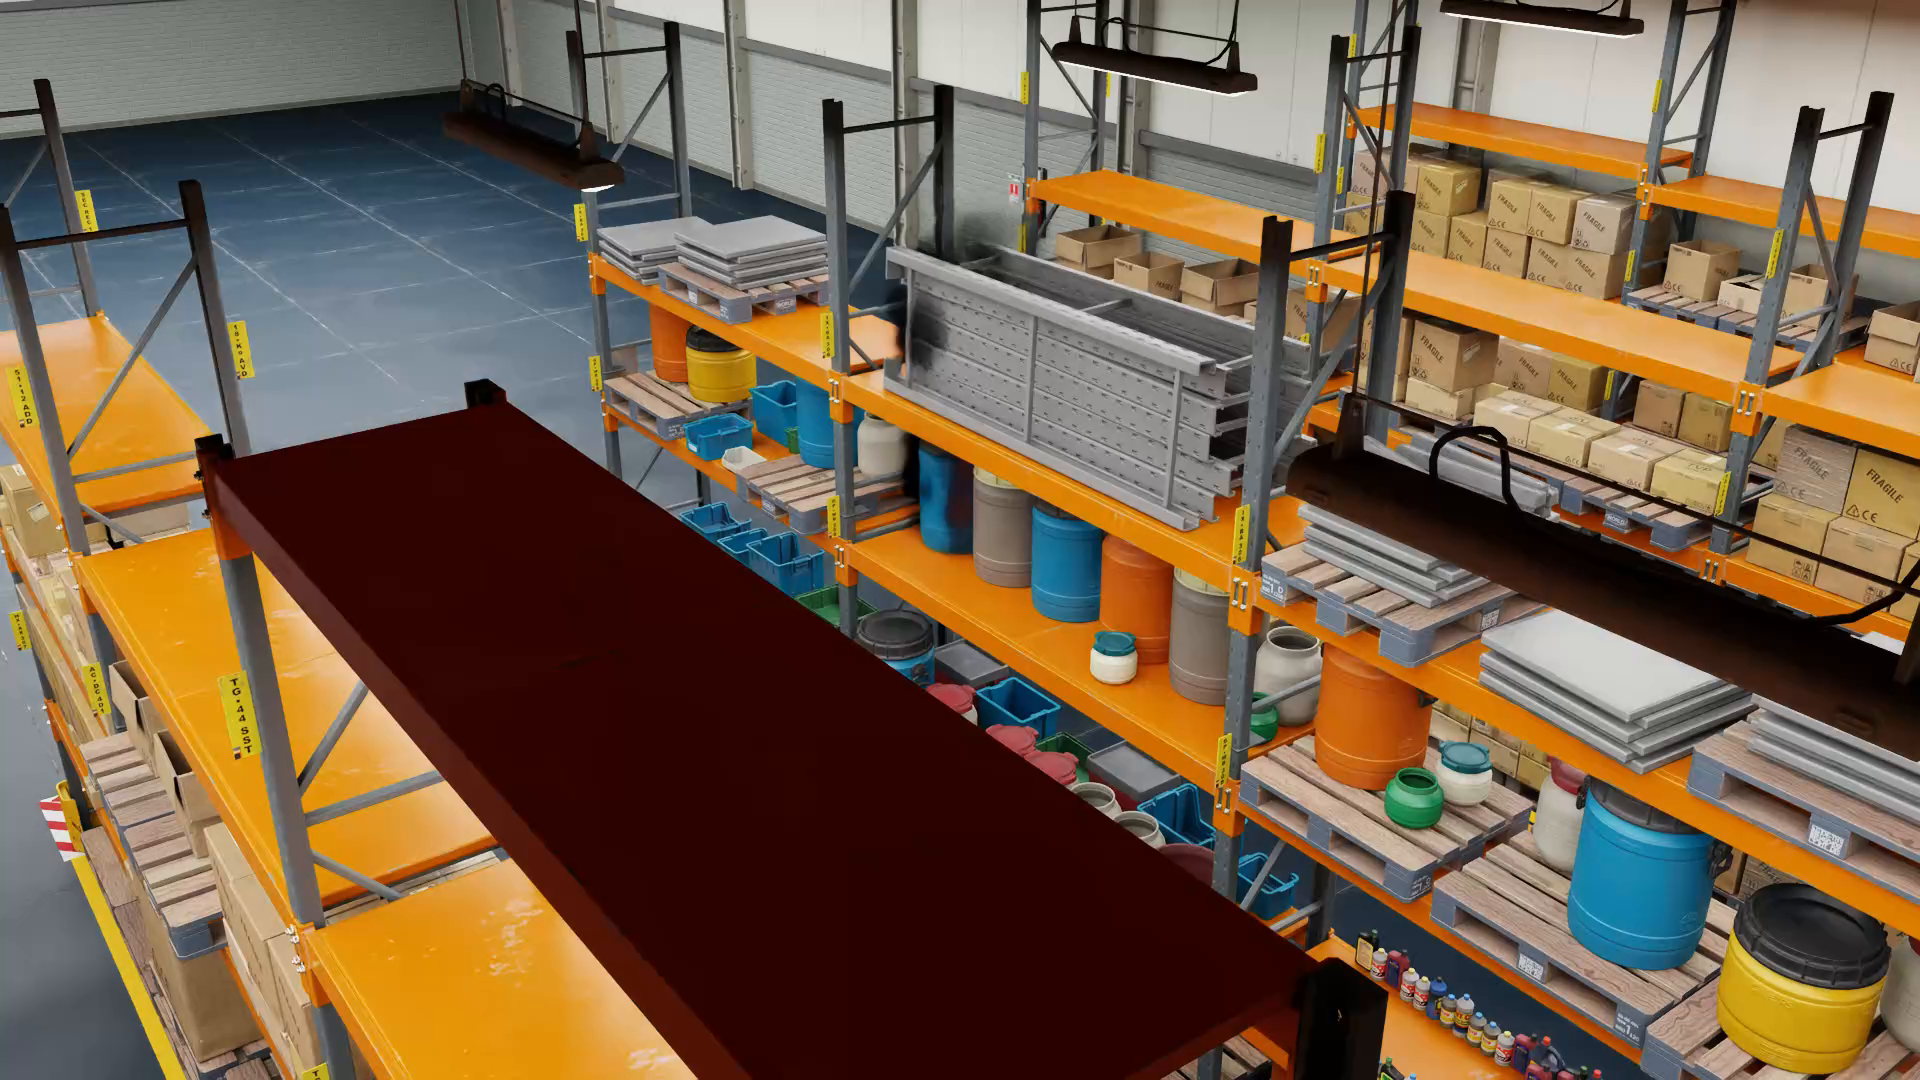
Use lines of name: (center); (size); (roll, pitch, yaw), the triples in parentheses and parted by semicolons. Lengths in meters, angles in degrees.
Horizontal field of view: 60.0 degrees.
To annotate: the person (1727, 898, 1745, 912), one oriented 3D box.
person: (4.908, 2.980, 10.589); (0.654, 1.680, 0.590); (16, 29, 31)
